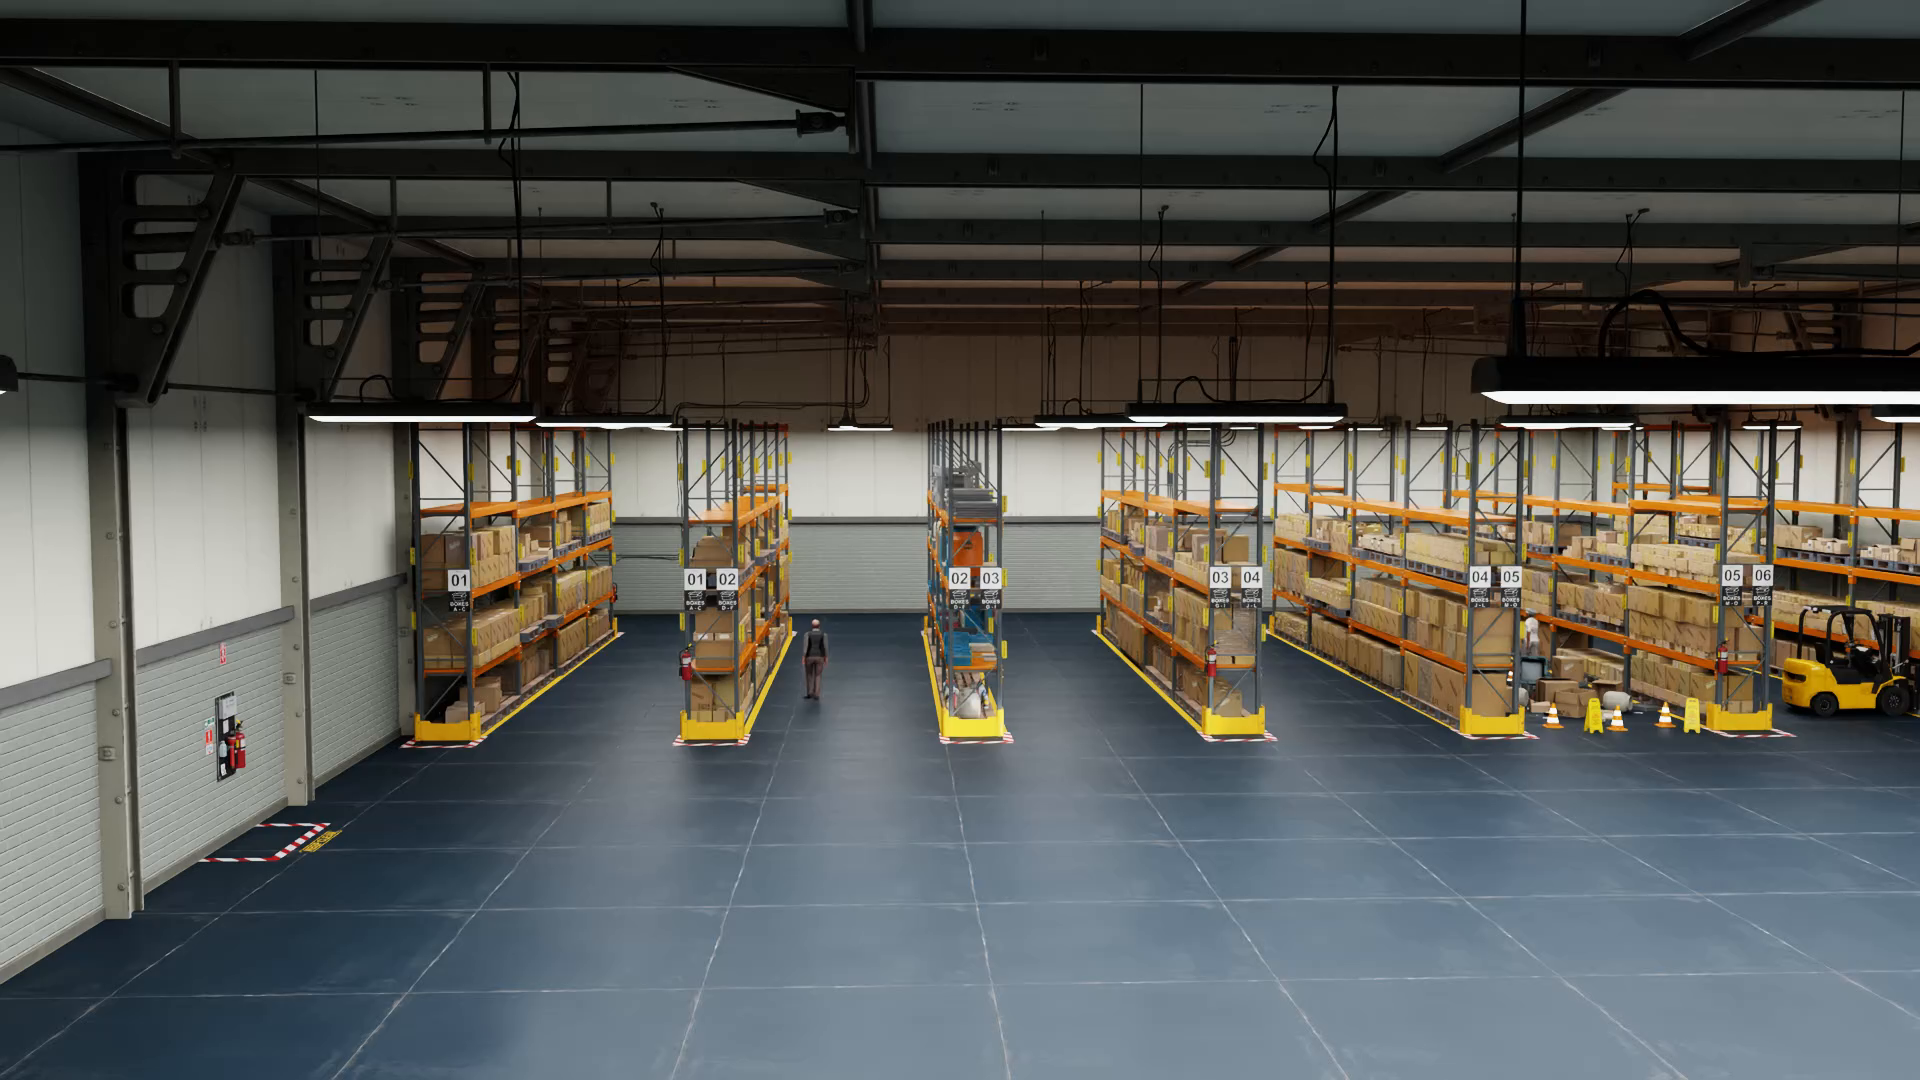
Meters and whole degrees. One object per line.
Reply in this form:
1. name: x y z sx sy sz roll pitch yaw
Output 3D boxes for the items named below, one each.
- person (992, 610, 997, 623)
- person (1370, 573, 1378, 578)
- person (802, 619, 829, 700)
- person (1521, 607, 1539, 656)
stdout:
1. person: 1.041 1.683 50.206 0.487 1.600 1.060 0 4 0
2. person: 12.000 1.782 48.141 0.993 1.663 0.521 2 4 23
3. person: -3.112 2.598 35.807 0.570 1.770 0.613 0 4 -6
4. person: 13.262 2.442 38.603 0.454 1.733 0.595 -1 4 -14
